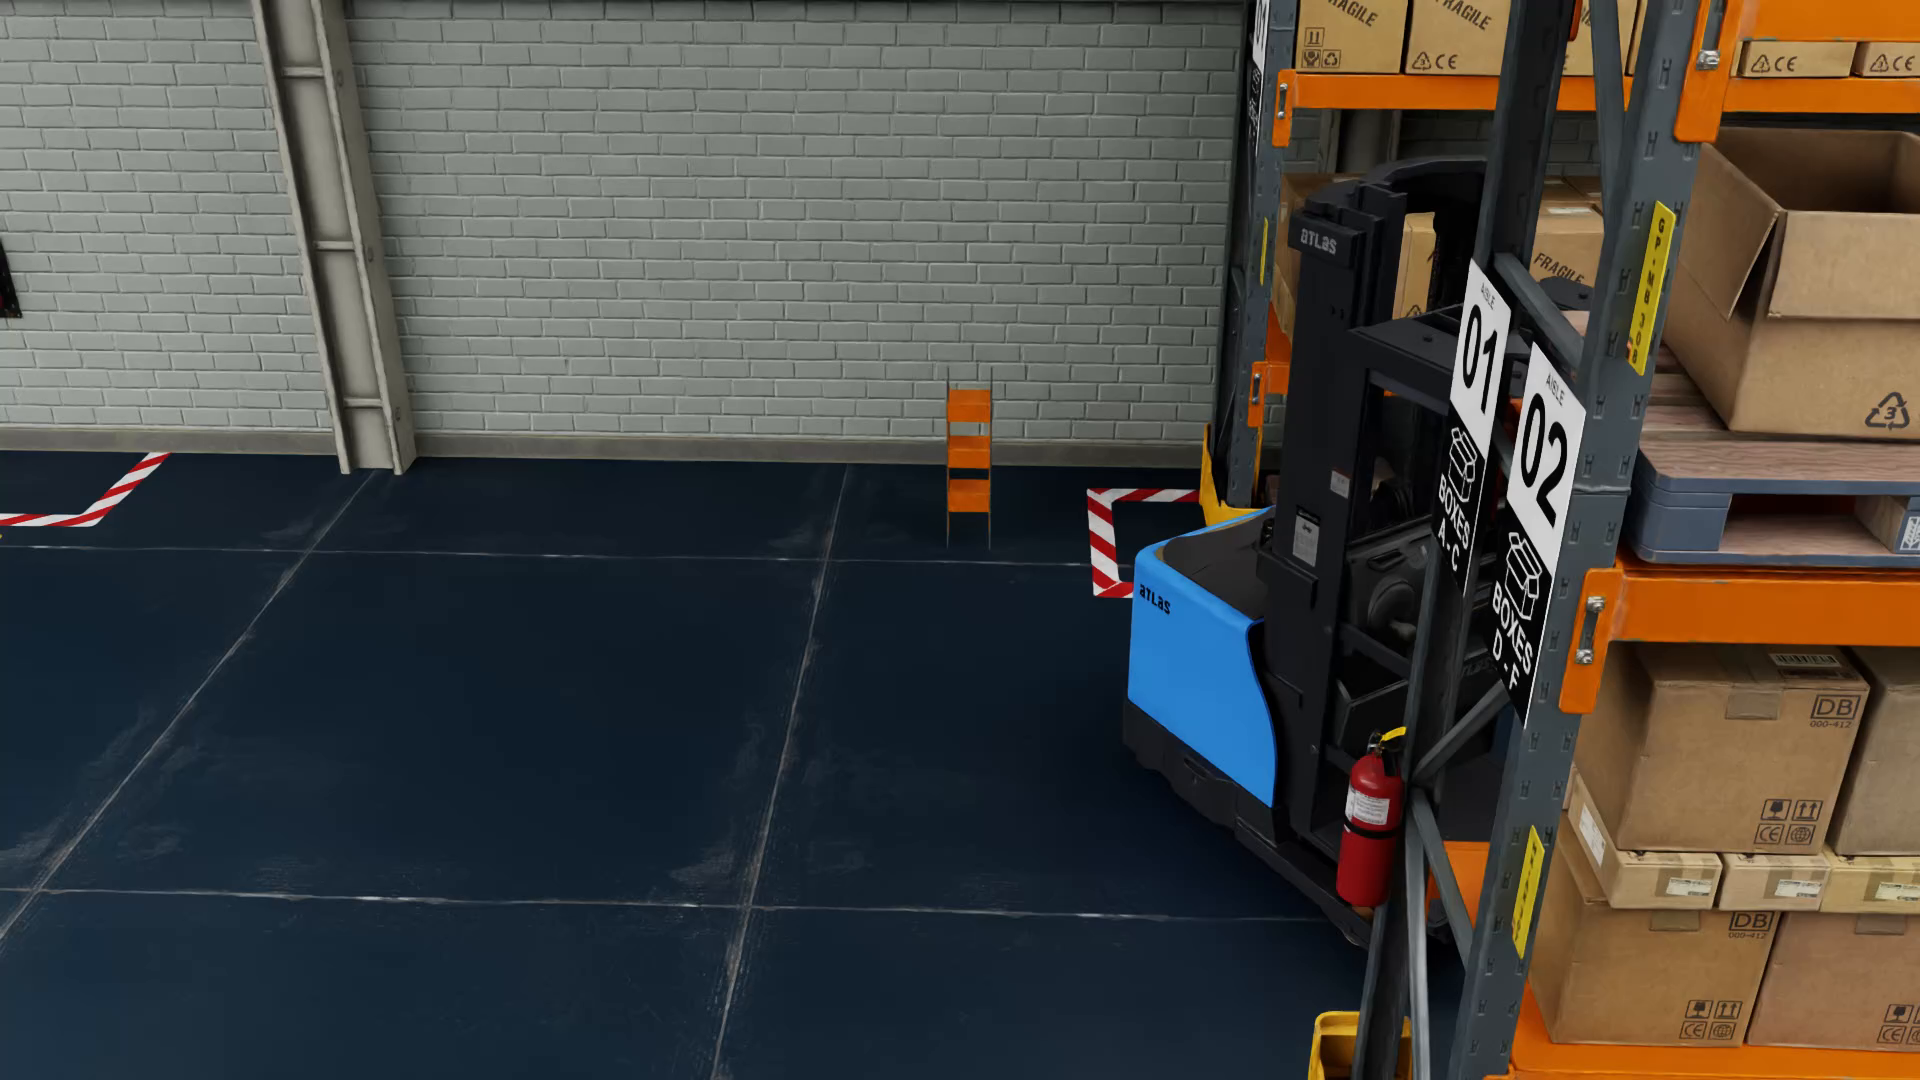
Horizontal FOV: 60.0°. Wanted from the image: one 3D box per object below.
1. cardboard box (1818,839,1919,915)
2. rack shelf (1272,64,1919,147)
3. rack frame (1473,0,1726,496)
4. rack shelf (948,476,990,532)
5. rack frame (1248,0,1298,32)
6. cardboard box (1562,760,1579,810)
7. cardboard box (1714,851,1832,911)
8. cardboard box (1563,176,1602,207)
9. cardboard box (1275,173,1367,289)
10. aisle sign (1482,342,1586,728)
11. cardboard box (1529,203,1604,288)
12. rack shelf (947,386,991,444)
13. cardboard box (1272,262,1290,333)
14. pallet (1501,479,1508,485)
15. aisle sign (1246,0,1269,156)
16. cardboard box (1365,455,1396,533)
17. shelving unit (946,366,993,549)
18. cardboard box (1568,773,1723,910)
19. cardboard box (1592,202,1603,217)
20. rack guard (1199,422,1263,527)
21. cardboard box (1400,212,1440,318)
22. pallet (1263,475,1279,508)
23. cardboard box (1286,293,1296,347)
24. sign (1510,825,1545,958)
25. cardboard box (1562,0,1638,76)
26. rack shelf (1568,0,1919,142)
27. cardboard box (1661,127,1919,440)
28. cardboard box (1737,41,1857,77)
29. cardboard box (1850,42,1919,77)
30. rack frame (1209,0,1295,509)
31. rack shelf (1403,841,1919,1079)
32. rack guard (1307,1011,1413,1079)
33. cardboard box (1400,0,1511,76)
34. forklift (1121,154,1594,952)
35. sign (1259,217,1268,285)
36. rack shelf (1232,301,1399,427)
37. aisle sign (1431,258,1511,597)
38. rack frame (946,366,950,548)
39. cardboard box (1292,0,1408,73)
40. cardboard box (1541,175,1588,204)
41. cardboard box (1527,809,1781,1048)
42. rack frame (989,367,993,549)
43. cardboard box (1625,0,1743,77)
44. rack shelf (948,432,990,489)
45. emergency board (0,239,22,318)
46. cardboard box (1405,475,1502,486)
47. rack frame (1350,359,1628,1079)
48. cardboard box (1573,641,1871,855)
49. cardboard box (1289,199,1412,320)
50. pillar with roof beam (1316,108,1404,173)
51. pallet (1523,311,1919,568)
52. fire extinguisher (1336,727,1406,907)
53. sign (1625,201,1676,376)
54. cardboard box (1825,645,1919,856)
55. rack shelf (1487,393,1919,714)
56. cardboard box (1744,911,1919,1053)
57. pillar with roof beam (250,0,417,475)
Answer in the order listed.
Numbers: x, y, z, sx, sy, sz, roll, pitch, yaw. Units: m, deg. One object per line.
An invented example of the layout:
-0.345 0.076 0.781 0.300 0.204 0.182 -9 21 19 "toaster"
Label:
2.272 0.781 4.275 0.250 0.149 0.380 1 28 2 "cardboard box"
3.544 -2.297 8.445 4.000 0.370 1.077 1 28 2 "rack shelf"
1.374 -1.654 3.262 0.127 3.000 1.000 1 28 2 "rack frame"
0.053 -0.208 9.638 0.240 0.259 0.215 1 28 2 "rack shelf"
1.545 -3.973 7.636 0.127 3.000 1.000 1 28 2 "rack frame"
1.763 0.583 4.648 0.250 0.149 0.380 0 28 1 "cardboard box"
2.023 0.776 4.284 0.250 0.149 0.380 0 28 0 "cardboard box"
3.547 -1.660 9.017 0.500 0.500 0.500 1 28 2 "cardboard box"
2.024 -1.688 9.069 0.500 0.500 0.500 1 28 1 "cardboard box"
1.298 -0.010 3.790 0.004 0.787 0.394 1 28 2 "aisle sign"
3.021 -1.423 8.570 0.500 0.500 0.500 0 28 0 "cardboard box"
0.053 -0.704 9.374 0.240 0.259 0.215 1 28 2 "rack shelf"
2.019 -1.348 9.229 0.500 0.250 0.500 1 28 3 "cardboard box"
3.648 -0.037 9.595 1.213 0.211 1.003 1 28 2 "pallet"
1.463 -2.332 8.170 0.004 0.787 0.394 1 28 2 "aisle sign"
2.234 -0.275 9.467 0.500 0.311 0.500 -2 28 -4 "cardboard box"
0.053 -0.463 9.502 0.252 1.050 0.215 1 28 2 "shelving unit"
1.759 0.773 4.290 0.250 0.149 0.380 1 28 1 "cardboard box"
3.538 -1.420 8.565 0.500 0.500 0.500 2 28 3 "cardboard box"
1.621 -0.217 9.625 0.348 0.500 1.175 1 28 2 "rack guard"
2.505 -1.435 8.592 0.500 0.500 0.500 1 28 2 "cardboard box"
2.432 -0.059 9.636 1.213 0.211 1.003 1 28 2 "pallet"
2.022 -1.108 8.776 0.500 0.250 0.500 0 28 0 "cardboard box"
1.349 0.839 3.956 0.005 0.325 0.100 1 28 2 "sign"
2.925 -2.546 8.019 0.500 0.500 0.500 2 28 4 "cardboard box"
3.373 -1.126 3.462 4.000 0.370 1.077 1 28 2 "rack shelf"
1.948 -0.610 3.788 0.637 0.503 0.797 3 28 5 "cardboard box"
3.969 -2.533 7.995 0.500 0.500 0.500 0 28 0 "cardboard box"
4.524 -2.541 8.011 0.500 0.500 0.500 -1 28 -3 "cardboard box"
1.545 -1.322 9.042 0.127 3.000 1.000 1 28 2 "rack frame"
3.373 1.347 4.774 4.000 0.370 1.077 1 28 2 "rack shelf"
1.350 2.101 5.254 0.348 0.500 1.175 1 28 2 "rack guard"
2.406 -2.552 8.031 0.500 0.500 0.500 3 28 5 "cardboard box"
1.978 0.154 6.330 1.130 2.935 3.031 -17 32 -28 "forklift"
1.526 -1.451 8.360 0.005 0.325 0.100 1 28 2 "sign"
3.544 -0.971 9.148 4.000 0.370 1.077 1 28 2 "rack shelf"
1.319 -0.291 4.320 0.004 0.787 0.394 1 28 2 "aisle sign"
-0.068 -0.465 9.506 0.008 1.050 0.200 1 28 2 "rack frame"
1.871 -2.578 8.080 0.500 0.500 0.500 2 28 3 "cardboard box"
3.043 -1.668 9.033 0.500 0.500 0.500 0 28 0 "cardboard box"
1.840 0.966 4.618 0.500 0.500 0.700 1 28 2 "cardboard box"
0.175 -0.461 9.499 0.008 1.050 0.200 1 28 2 "rack frame"
3.461 -2.547 8.021 0.500 0.500 0.500 3 28 5 "cardboard box"
0.053 -0.454 9.507 0.240 0.259 0.215 1 28 2 "rack shelf"
-6.189 -1.873 10.081 0.643 1.169 0.194 1 28 2 "emergency board"
2.803 -0.266 9.449 0.500 0.311 0.500 3 28 6 "cardboard box"
1.374 0.997 4.667 0.127 3.000 1.000 1 28 2 "rack frame"
1.893 0.394 4.313 0.500 0.500 0.700 1 28 2 "cardboard box"
2.012 -1.448 8.616 0.500 0.500 0.500 1 28 2 "cardboard box"
2.123 -2.351 4.577 0.400 9.000 9.100 1 28 2 "pillar with roof beam"
2.080 -0.266 3.941 1.213 0.211 1.003 1 28 2 "pallet"
1.272 0.811 5.099 0.183 0.674 0.296 1 28 2 "fire extinguisher"
1.349 -0.490 3.252 0.005 0.325 0.100 1 28 2 "sign"
2.419 0.400 4.301 0.500 0.500 0.700 0 28 0 "cardboard box"
3.373 0.022 4.071 4.000 0.370 1.077 1 28 2 "rack shelf"
2.365 0.973 4.606 0.500 0.500 0.700 2 28 3 "cardboard box"
-3.873 -2.450 4.764 0.400 9.000 9.100 1 28 2 "pillar with roof beam"
